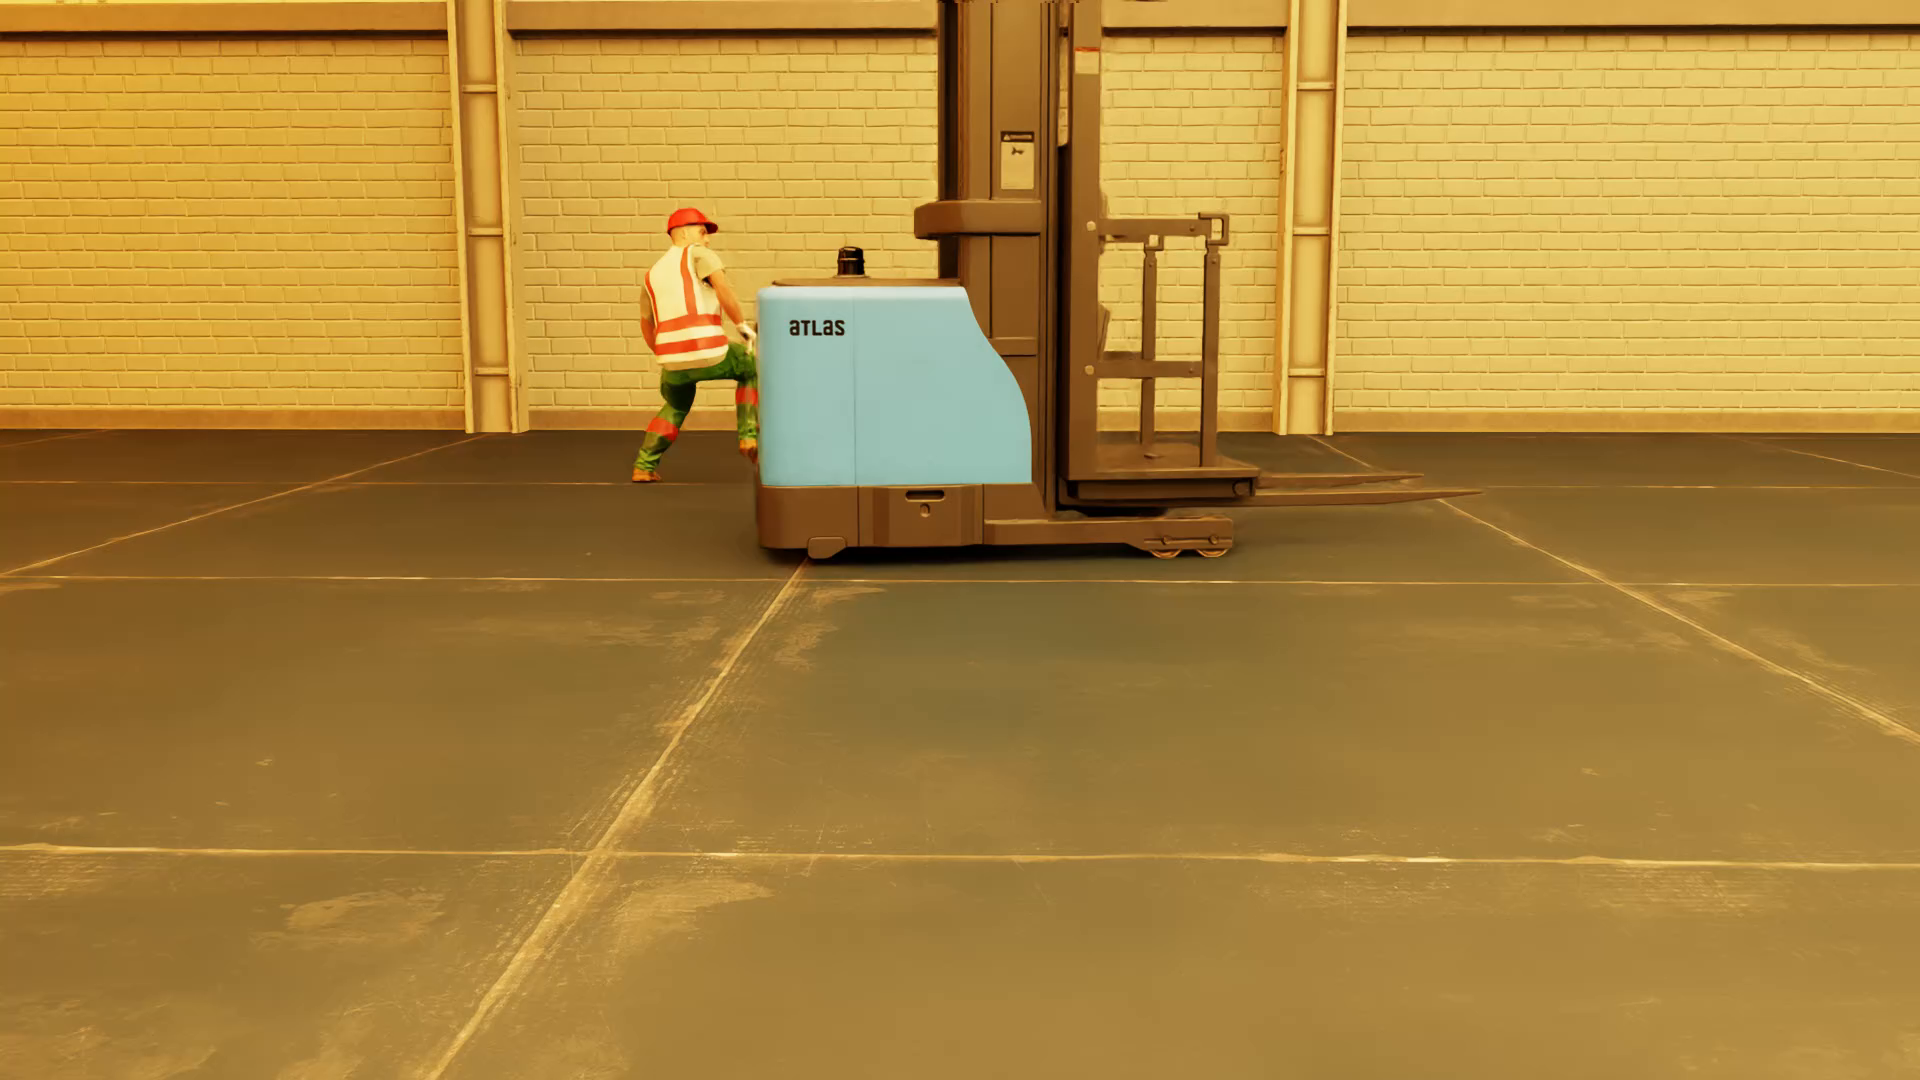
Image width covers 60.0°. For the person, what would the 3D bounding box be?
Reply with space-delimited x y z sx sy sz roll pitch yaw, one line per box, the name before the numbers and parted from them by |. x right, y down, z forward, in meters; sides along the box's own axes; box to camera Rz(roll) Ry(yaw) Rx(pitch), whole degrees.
person | -1.415 -1.052 9.146 0.811 1.535 0.679 3 9 20

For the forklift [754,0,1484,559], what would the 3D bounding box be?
forklift | 0.660 -1.451 6.920 3.031 2.935 1.130 -1 9 -8
